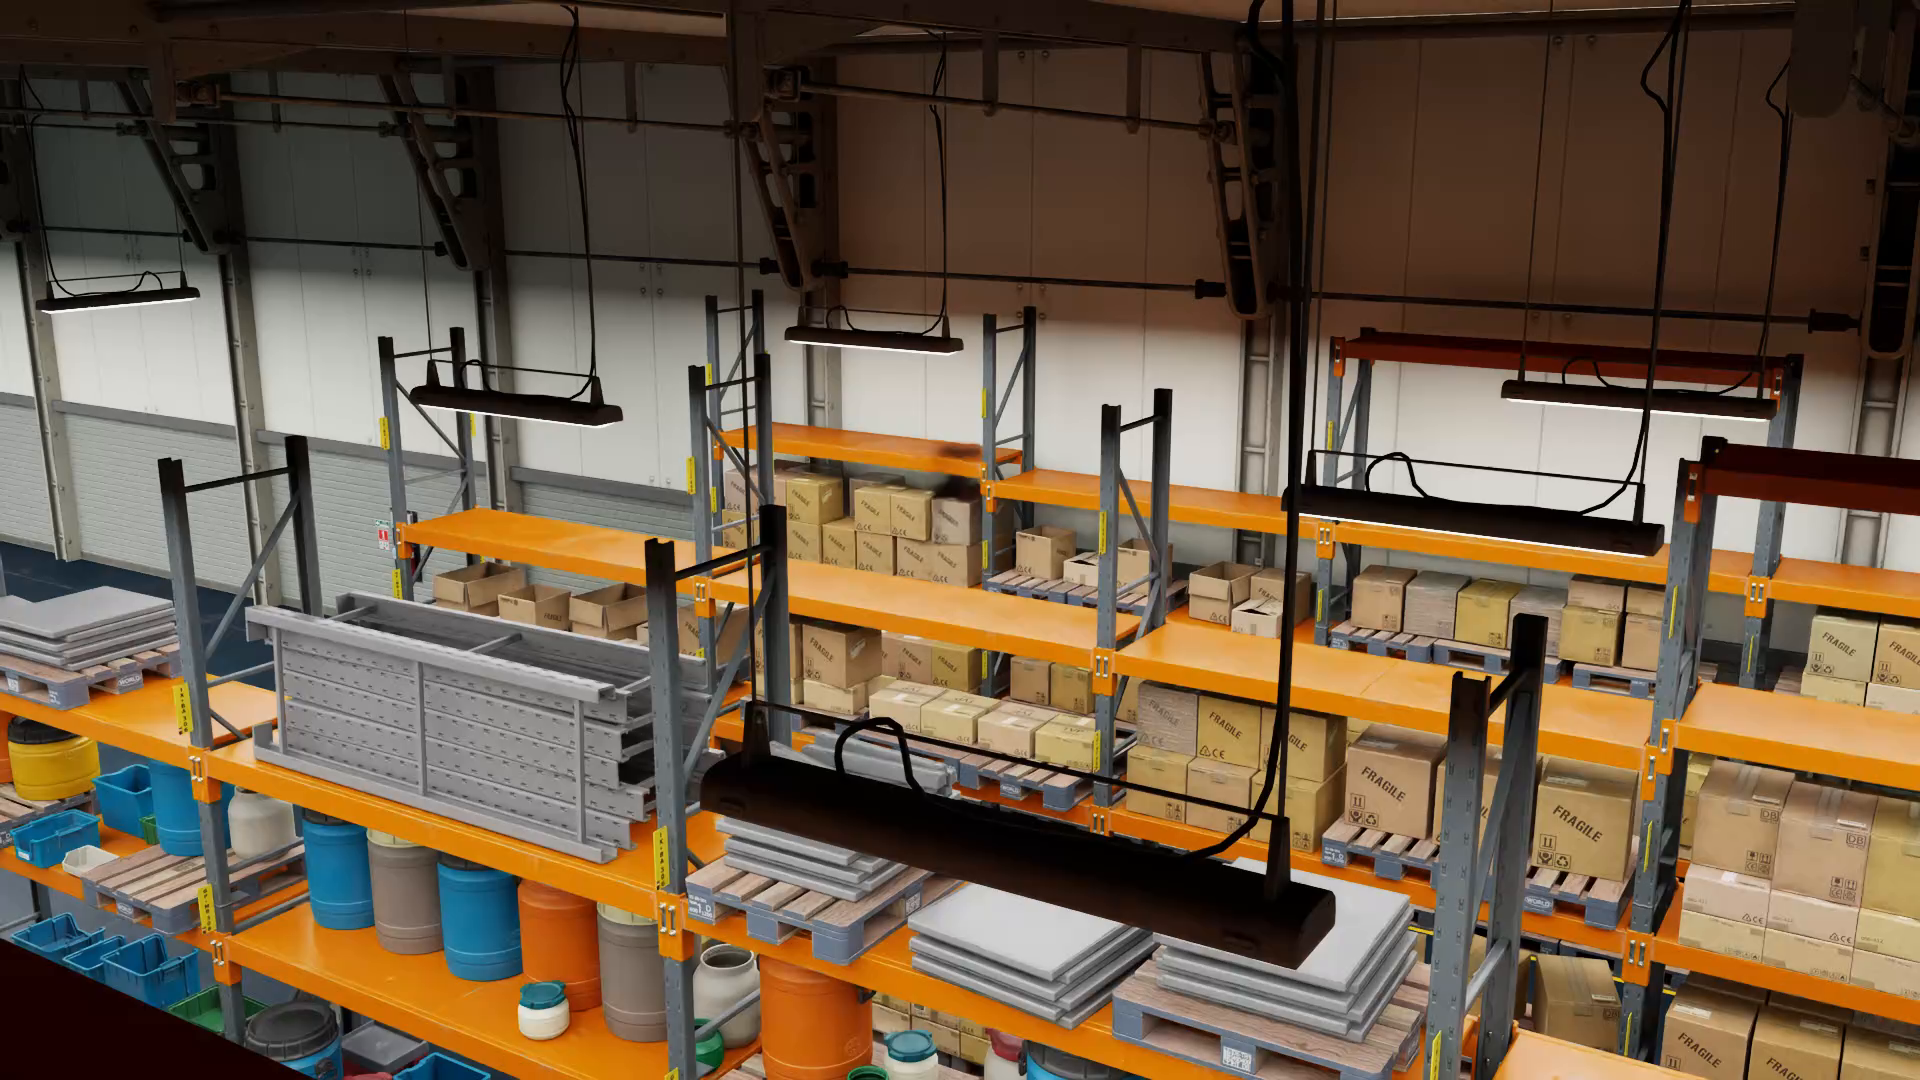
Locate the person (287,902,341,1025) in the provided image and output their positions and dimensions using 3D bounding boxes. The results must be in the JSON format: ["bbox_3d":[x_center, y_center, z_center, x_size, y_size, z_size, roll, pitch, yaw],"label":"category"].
[{"bbox_3d":[-5.688,3.758,14.604,0.566,1.695,0.449,0,14,-1],"label":"person"}]
